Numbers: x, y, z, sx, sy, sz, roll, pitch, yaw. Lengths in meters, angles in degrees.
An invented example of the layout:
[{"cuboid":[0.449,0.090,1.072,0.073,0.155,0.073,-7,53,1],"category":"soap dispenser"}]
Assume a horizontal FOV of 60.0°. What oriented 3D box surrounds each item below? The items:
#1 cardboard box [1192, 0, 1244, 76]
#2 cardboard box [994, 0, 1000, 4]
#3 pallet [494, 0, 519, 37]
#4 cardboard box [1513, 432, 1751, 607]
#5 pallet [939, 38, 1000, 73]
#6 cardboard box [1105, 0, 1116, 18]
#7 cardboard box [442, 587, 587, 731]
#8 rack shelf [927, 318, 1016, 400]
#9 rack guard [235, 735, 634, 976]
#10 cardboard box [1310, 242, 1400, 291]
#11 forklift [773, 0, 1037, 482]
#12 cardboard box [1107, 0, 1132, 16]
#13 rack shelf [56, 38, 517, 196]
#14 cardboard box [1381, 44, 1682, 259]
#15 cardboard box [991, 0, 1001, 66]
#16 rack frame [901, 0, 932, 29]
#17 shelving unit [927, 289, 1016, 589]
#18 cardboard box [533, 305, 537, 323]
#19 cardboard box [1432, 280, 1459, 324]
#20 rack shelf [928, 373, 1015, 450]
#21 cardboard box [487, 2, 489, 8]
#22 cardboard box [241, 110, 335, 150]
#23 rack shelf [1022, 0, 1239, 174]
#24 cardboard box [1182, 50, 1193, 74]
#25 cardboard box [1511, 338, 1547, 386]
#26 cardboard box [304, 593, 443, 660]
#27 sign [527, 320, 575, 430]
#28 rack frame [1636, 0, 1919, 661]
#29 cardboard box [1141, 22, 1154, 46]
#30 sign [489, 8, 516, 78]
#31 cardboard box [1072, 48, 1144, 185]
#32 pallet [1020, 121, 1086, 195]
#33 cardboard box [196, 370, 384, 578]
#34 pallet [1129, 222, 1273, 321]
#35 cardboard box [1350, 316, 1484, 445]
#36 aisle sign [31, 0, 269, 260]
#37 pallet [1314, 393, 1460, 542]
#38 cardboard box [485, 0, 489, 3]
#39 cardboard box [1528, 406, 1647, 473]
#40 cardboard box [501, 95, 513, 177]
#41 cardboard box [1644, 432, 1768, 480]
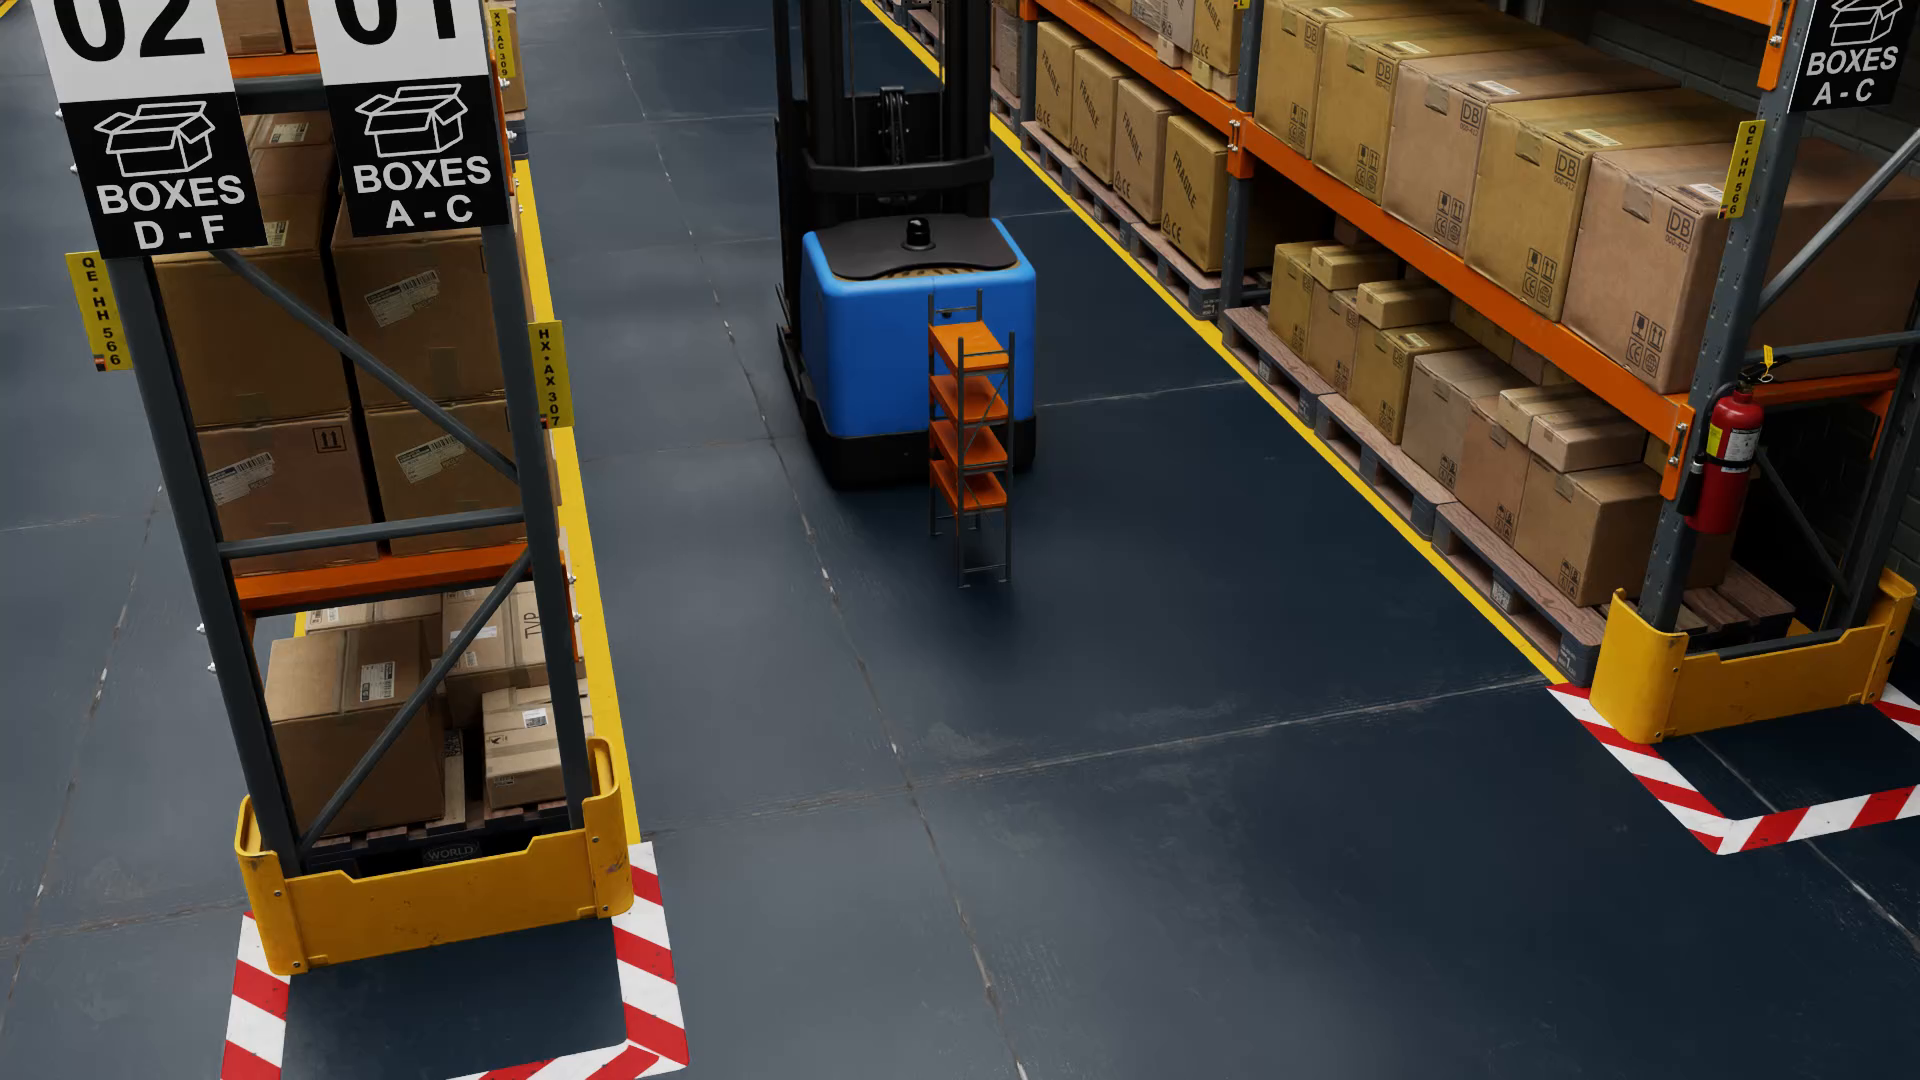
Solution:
[{"cuboid":[1.669,-2.979,9.485,0.500,0.500,0.500,-8,31,-14],"category":"cardboard box"},{"cuboid":[0.499,-4.846,14.435,0.500,0.250,0.500,-8,31,-14],"category":"cardboard box"},{"cuboid":[-3.555,-3.479,10.958,1.213,0.211,1.003,-8,31,-13],"category":"pallet"},{"cuboid":[2.814,-0.101,7.007,0.700,0.500,0.500,-8,31,-13],"category":"cardboard box"},{"cuboid":[0.447,-4.299,14.967,1.003,0.211,1.213,-8,31,-13],"category":"pallet"},{"cuboid":[1.205,-3.633,11.263,0.380,0.149,0.250,-7,31,-13],"category":"cardboard box"},{"cuboid":[-1.682,0.442,6.298,0.500,0.250,0.500,-8,31,-13],"category":"cardboard box"},{"cuboid":[0.044,-0.779,7.114,0.258,0.148,0.480,-8,31,-13],"category":"rack shelf"},{"cuboid":[-1.699,1.029,5.473,1.175,0.500,0.348,-8,31,-13],"category":"rack guard"},{"cuboid":[2.049,-1.425,8.646,0.380,0.149,0.250,-7,31,-12],"category":"cardboard box"},{"cuboid":[-0.437,-2.275,8.754,1.130,2.935,3.031,-6,31,-11],"category":"forklift"},{"cuboid":[1.261,-3.708,10.745,0.500,0.500,0.500,-7,31,-12],"category":"cardboard box"},{"cuboid":[-2.210,-1.969,5.881,1.077,0.370,4.000,-8,31,-13],"category":"rack shelf"},{"cuboid":[2.554,-1.771,7.515,0.980,0.700,0.700,-9,31,-16],"category":"cardboard box"},{"cuboid":[0.548,-4.490,14.569,0.700,0.500,0.500,-8,31,-14],"category":"cardboard box"},{"cuboid":[-0.089,-6.472,15.938,1.000,3.000,0.127,-8,31,-13],"category":"rack frame"},{"cuboid":[0.044,-0.439,7.311,0.258,1.200,0.503,-8,31,-13],"category":"shelving unit"},{"cuboid":[-2.316,-0.819,8.227,0.500,0.500,0.500,-8,31,-13],"category":"cardboard box"},{"cuboid":[2.566,-1.207,8.270,0.380,0.149,0.250,-8,31,-13],"category":"cardboard box"},{"cuboid":[0.044,-0.575,7.233,0.258,0.148,0.480,-8,31,-13],"category":"rack shelf"},{"cuboid":[-2.357,-2.214,7.483,0.500,0.500,0.500,-8,31,-13],"category":"cardboard box"},{"cuboid":[-2.339,-1.164,5.669,0.500,0.500,0.500,-7,31,-12],"category":"cardboard box"},{"cuboid":[1.504,-3.263,11.111,1.077,0.370,4.000,-8,31,-13],"category":"rack shelf"},{"cuboid":[1.557,-2.884,9.969,0.380,0.149,0.250,-7,31,-12],"category":"cardboard box"},{"cuboid":[2.771,-0.836,7.629,0.380,0.149,0.250,-7,31,-13],"category":"cardboard box"},{"cuboid":[-2.284,0.291,6.559,0.500,0.250,0.500,-8,31,-13],"category":"cardboard box"},{"cuboid":[-1.156,-0.463,4.691,0.100,0.325,0.005,-8,31,-13],"category":"sign"},{"cuboid":[3.096,-0.677,5.925,1.000,3.000,0.127,-8,31,-13],"category":"rack frame"},{"cuboid":[1.377,-3.253,10.607,0.380,0.149,0.250,-9,31,-15],"category":"cardboard box"},{"cuboid":[-2.219,-2.399,8.035,0.100,0.325,0.005,-8,31,-13],"category":"sign"},{"cuboid":[1.268,-2.995,11.657,0.750,0.750,0.750,-8,31,-14],"category":"cardboard box"},{"cuboid":[1.109,-2.943,12.623,1.003,0.211,1.213,-8,31,-13],"category":"pallet"},{"cuboid":[-2.060,-0.239,5.070,0.500,0.500,0.500,-7,31,-12],"category":"cardboard box"},{"cuboid":[1.757,-1.764,10.587,1.003,0.211,1.213,-8,31,-13],"category":"pallet"},{"cuboid":[2.398,-0.842,8.287,0.700,0.500,0.500,-7,31,-12],"category":"cardboard box"},{"cuboid":[-1.956,-1.068,4.005,0.394,0.787,0.004,-8,31,-13],"category":"aisle sign"},{"cuboid":[2.488,-0.434,8.288,1.003,0.211,1.213,-8,31,-13],"category":"pallet"},{"cuboid":[-1.690,-1.775,4.977,0.500,0.250,0.500,-8,31,-13],"category":"cardboard box"},{"cuboid":[2.604,-0.420,6.909,0.380,0.149,0.250,-8,31,-14],"category":"cardboard box"},{"cuboid":[-1.816,-1.235,5.792,0.500,0.500,0.500,-7,31,-13],"category":"cardboard box"},{"cuboid":[3.040,-0.348,6.786,0.380,0.149,0.250,-8,31,-13],"category":"cardboard box"}]
